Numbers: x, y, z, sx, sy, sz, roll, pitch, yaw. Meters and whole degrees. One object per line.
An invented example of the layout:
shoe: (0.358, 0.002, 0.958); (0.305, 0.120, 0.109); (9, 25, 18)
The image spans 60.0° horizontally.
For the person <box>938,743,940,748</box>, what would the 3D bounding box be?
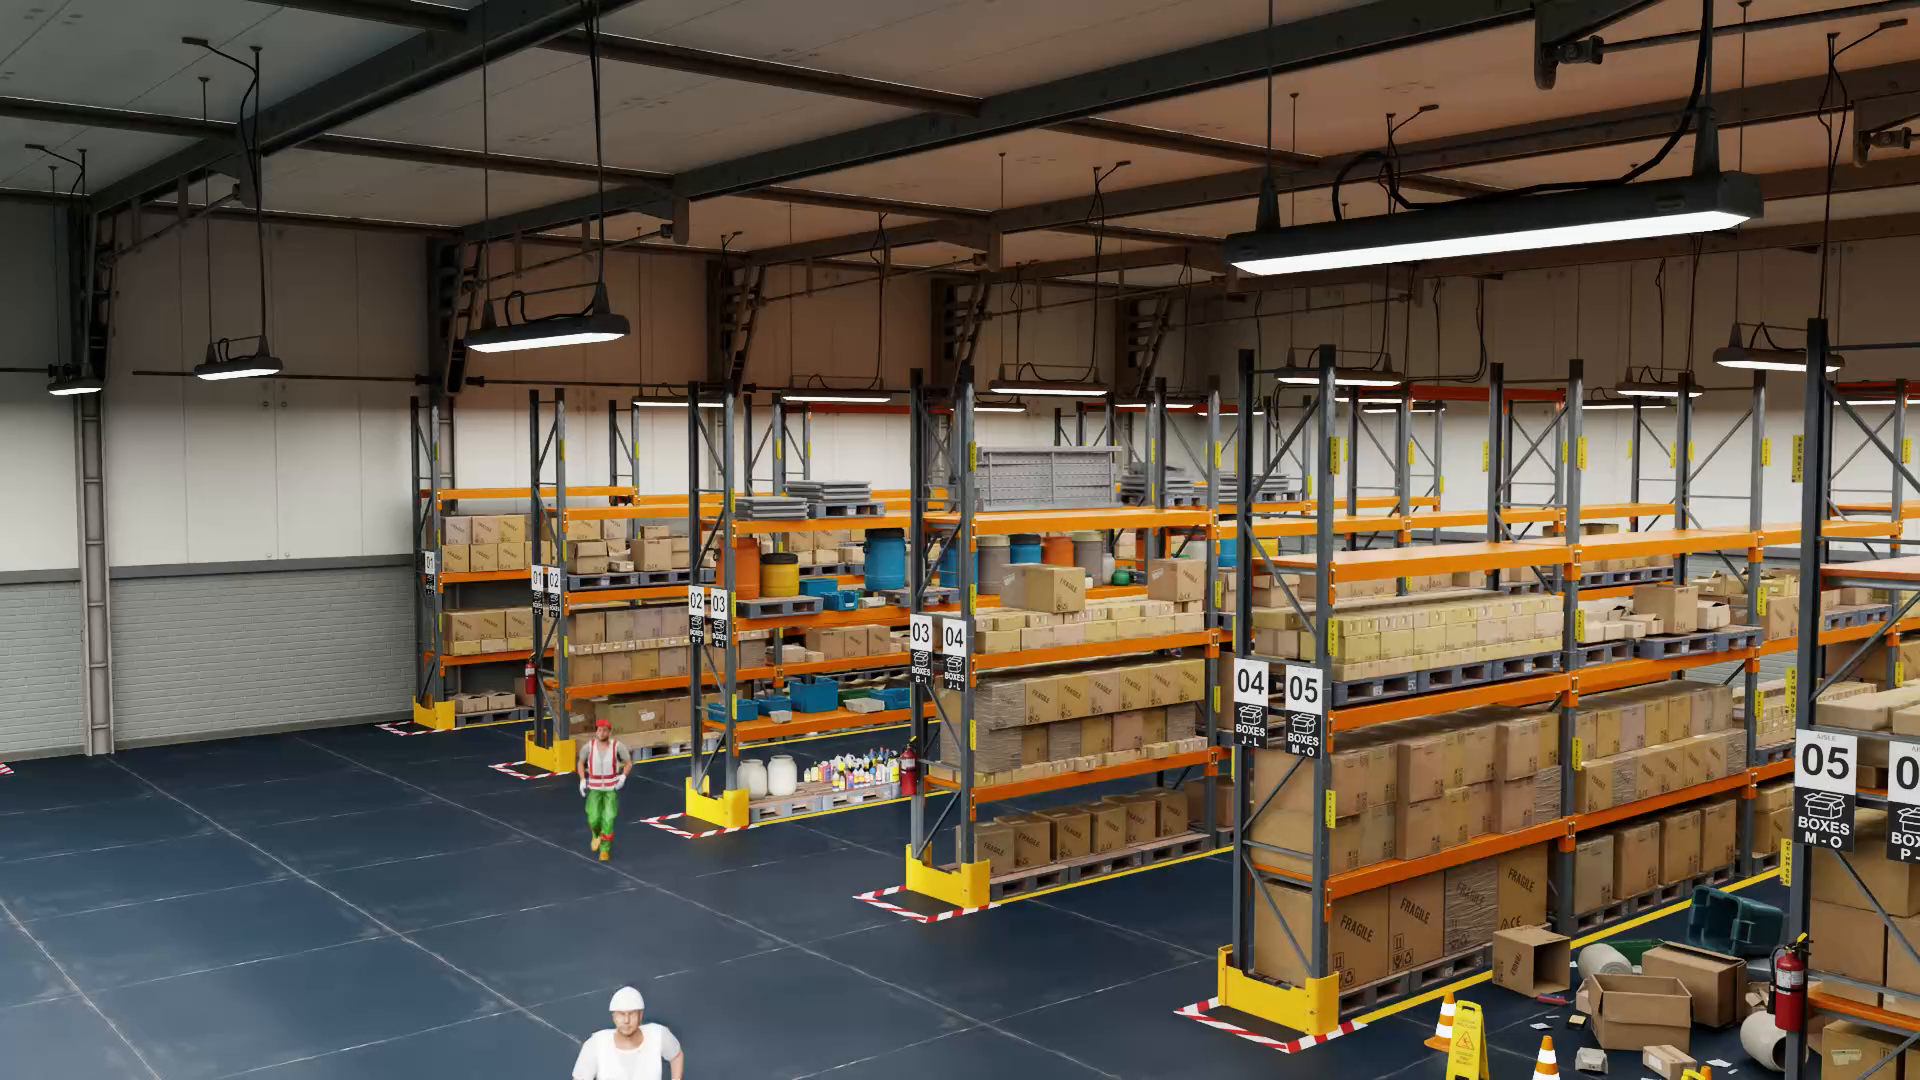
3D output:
person: (0.023, 2.581, 28.224); (0.694, 1.781, 1.044); (3, 4, 39)

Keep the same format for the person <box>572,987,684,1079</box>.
person: (-2.061, 3.633, 10.321); (0.685, 1.765, 0.984); (-1, 3, -9)

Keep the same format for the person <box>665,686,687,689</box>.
person: (-5.036, 2.614, 29.745); (0.593, 1.619, 0.586); (3, 4, 41)

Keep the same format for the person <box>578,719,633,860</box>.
person: (-4.394, 3.077, 20.588); (0.673, 1.751, 0.589); (0, 3, -8)
